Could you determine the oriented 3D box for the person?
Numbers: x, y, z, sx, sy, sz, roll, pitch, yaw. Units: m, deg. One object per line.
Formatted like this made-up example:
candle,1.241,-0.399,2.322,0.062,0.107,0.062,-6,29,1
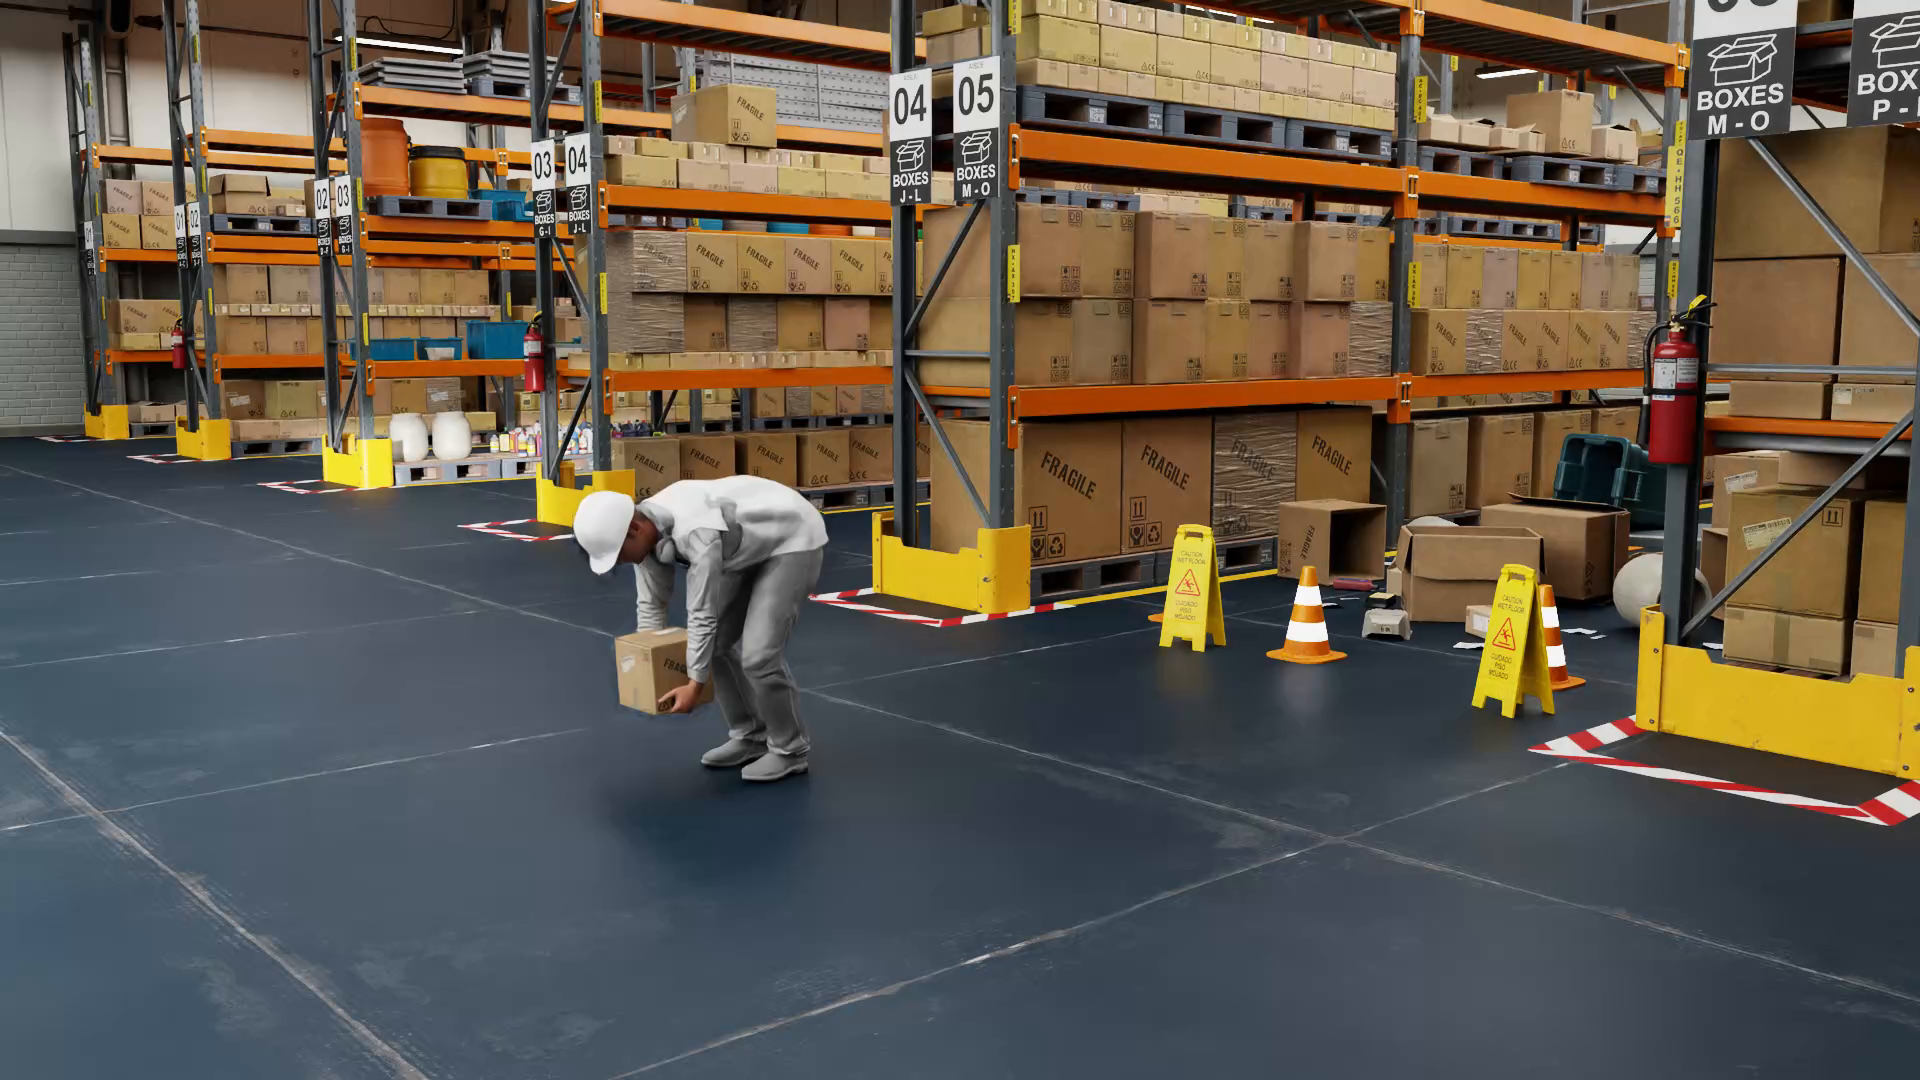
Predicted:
person,-0.948,0.337,6.107,1.008,1.123,0.466,-7,10,-43
